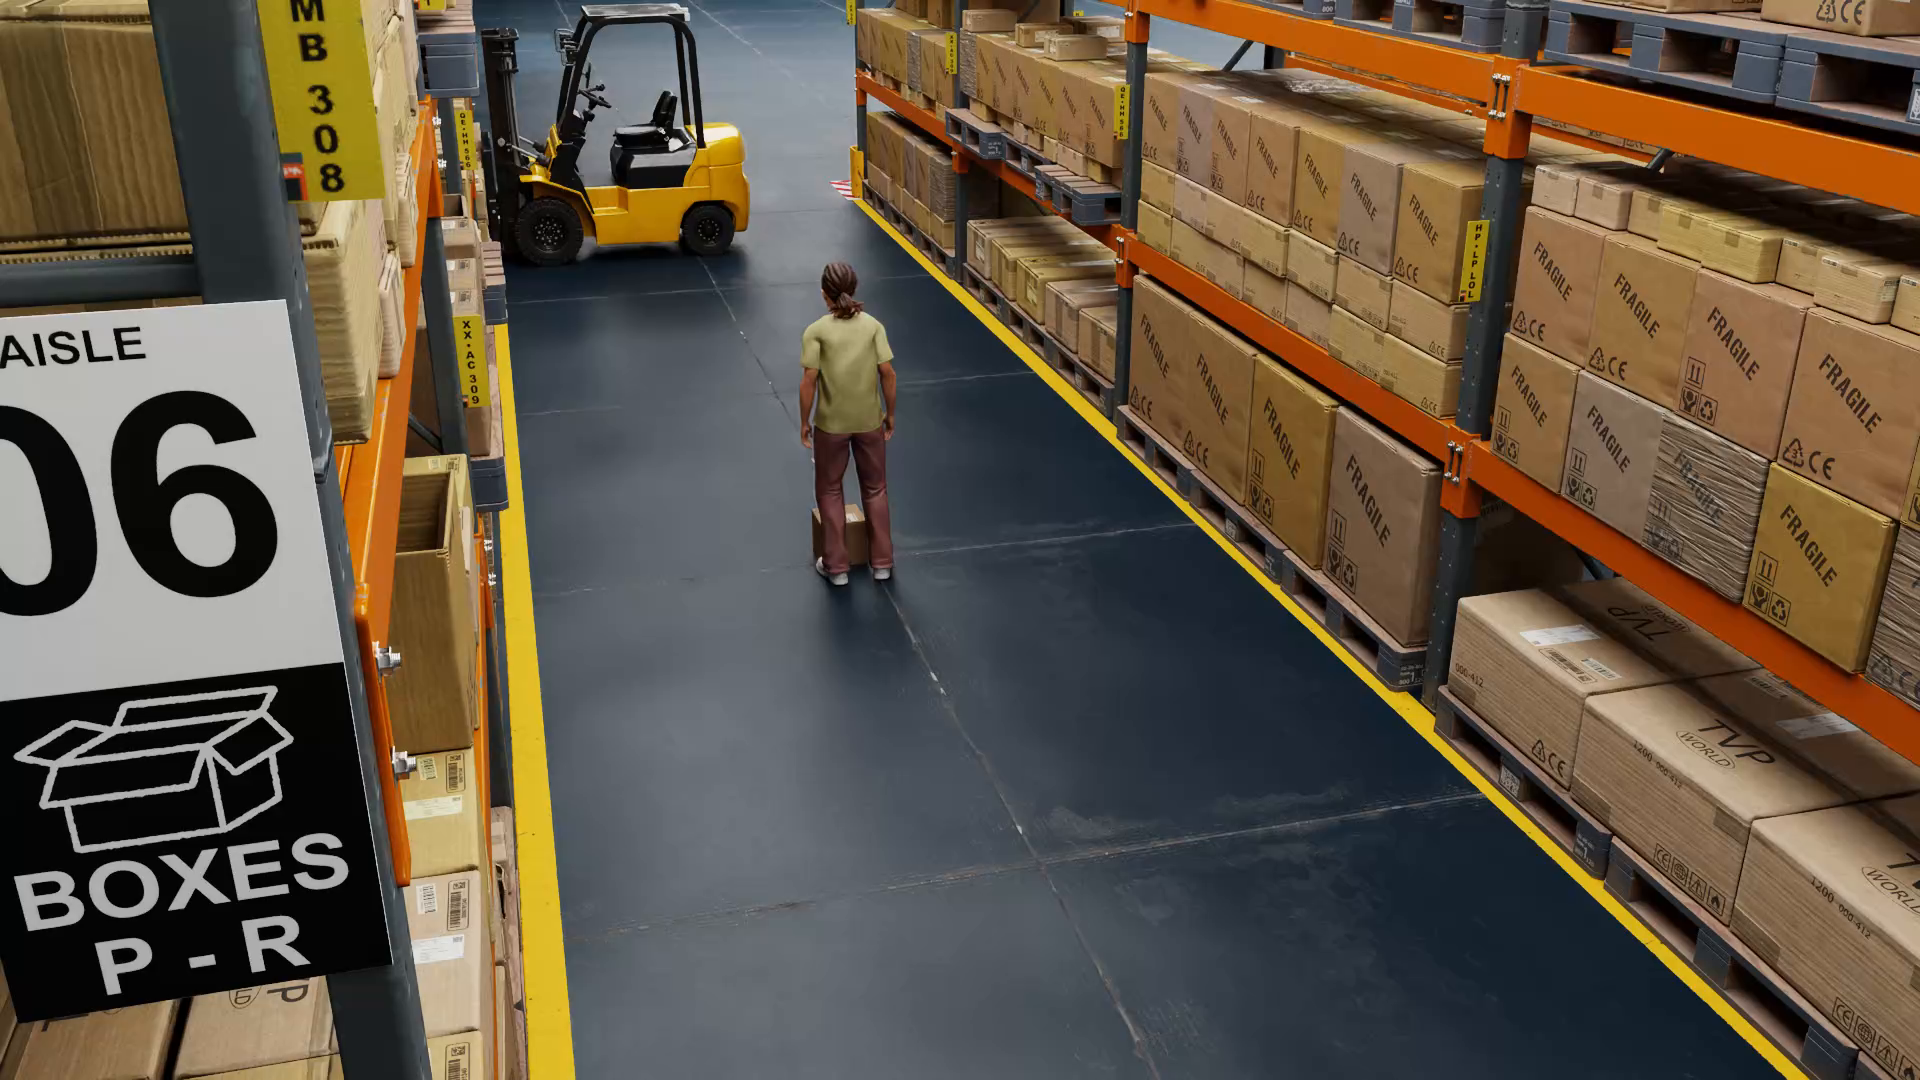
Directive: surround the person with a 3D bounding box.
[{"bbox_3d":[-0.573,-0.585,8.472,0.499,1.673,0.353,-6,24,-14],"label":"person"}]
